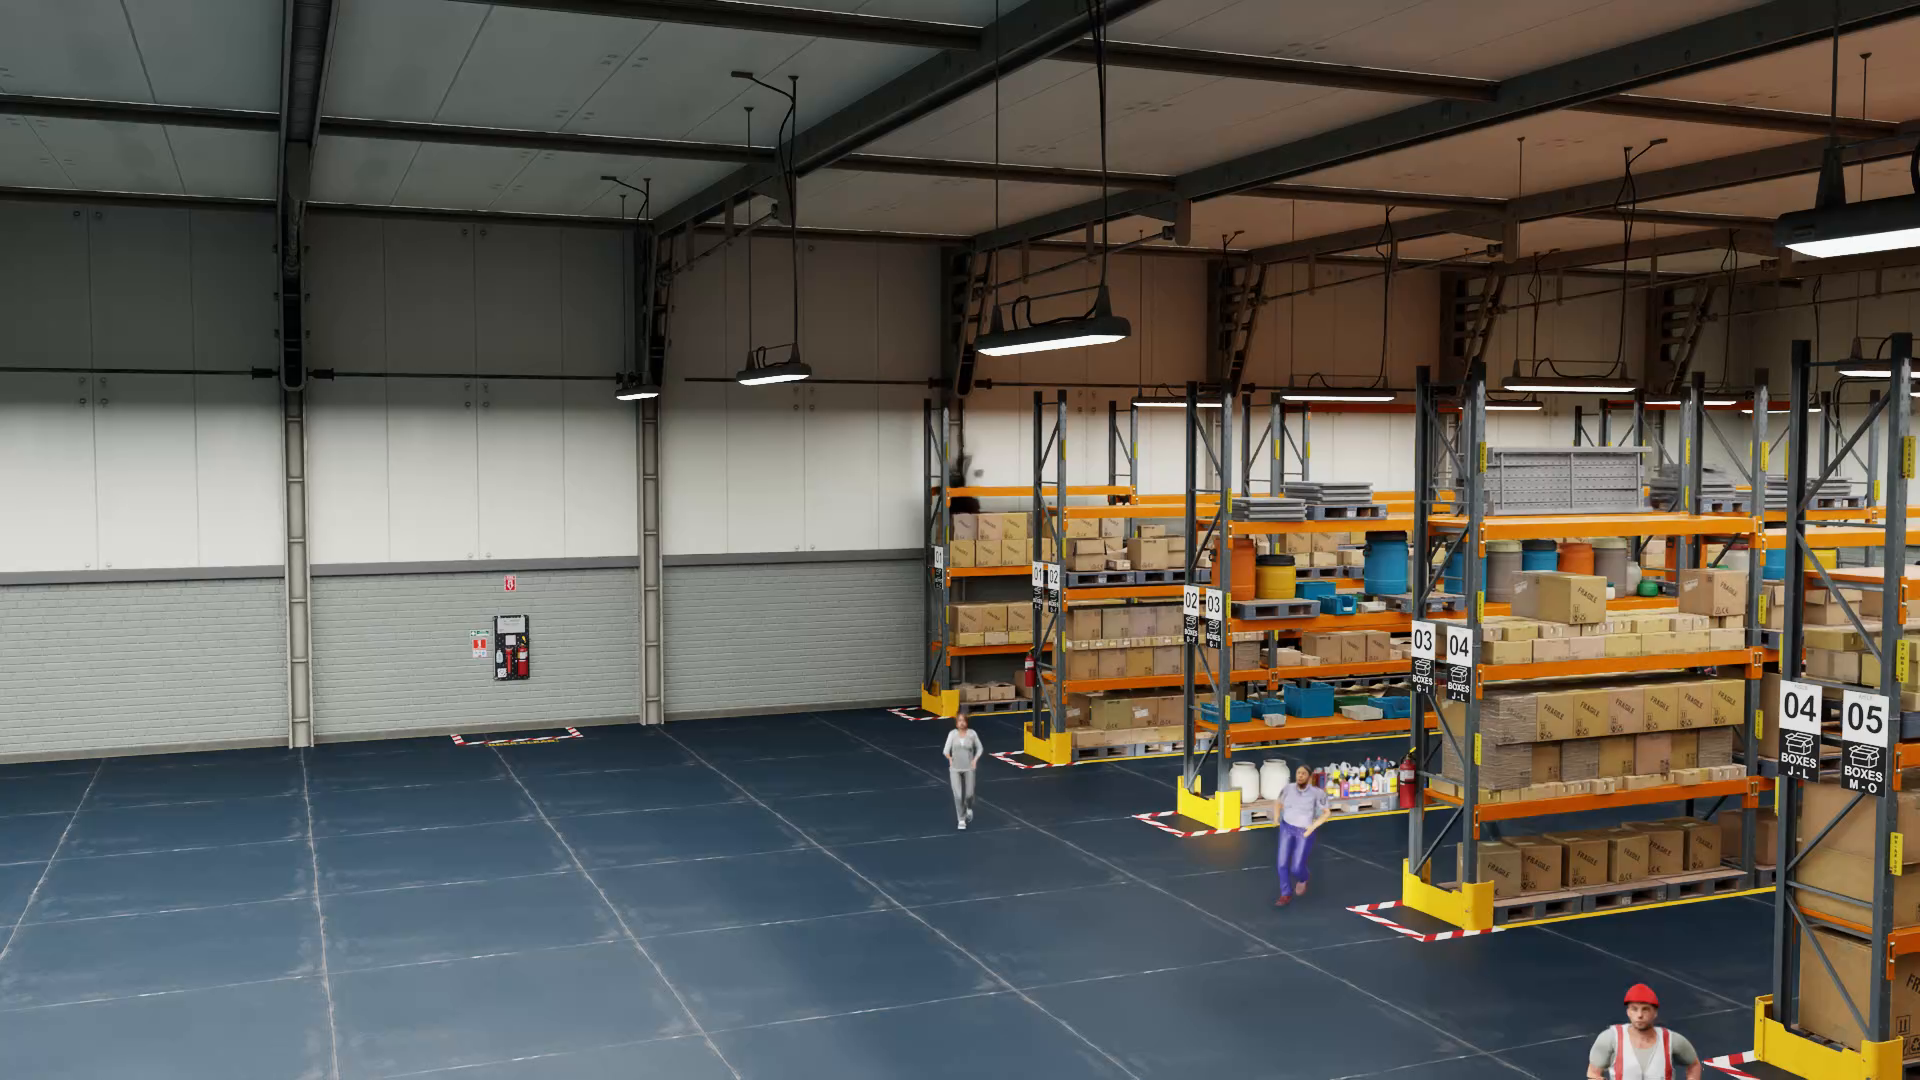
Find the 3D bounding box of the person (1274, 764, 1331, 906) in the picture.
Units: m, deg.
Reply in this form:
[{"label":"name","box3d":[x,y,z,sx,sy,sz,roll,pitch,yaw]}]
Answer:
[{"label":"person","box3d":[3.803,3.286,18.585,0.633,1.593,0.598,2,4,35]}]

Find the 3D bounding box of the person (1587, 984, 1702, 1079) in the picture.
[{"label":"person","box3d":[4.288,3.671,10.438,0.671,1.774,0.957,1,4,22]}]

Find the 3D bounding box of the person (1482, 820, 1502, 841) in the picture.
[{"label":"person","box3d":[6.566,3.077,20.617,0.649,1.772,0.677,-2,4,-32]}]

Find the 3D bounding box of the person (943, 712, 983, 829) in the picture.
[{"label":"person","box3d":[0.033,3.089,22.179,0.526,1.533,0.552,0,3,3]}]
